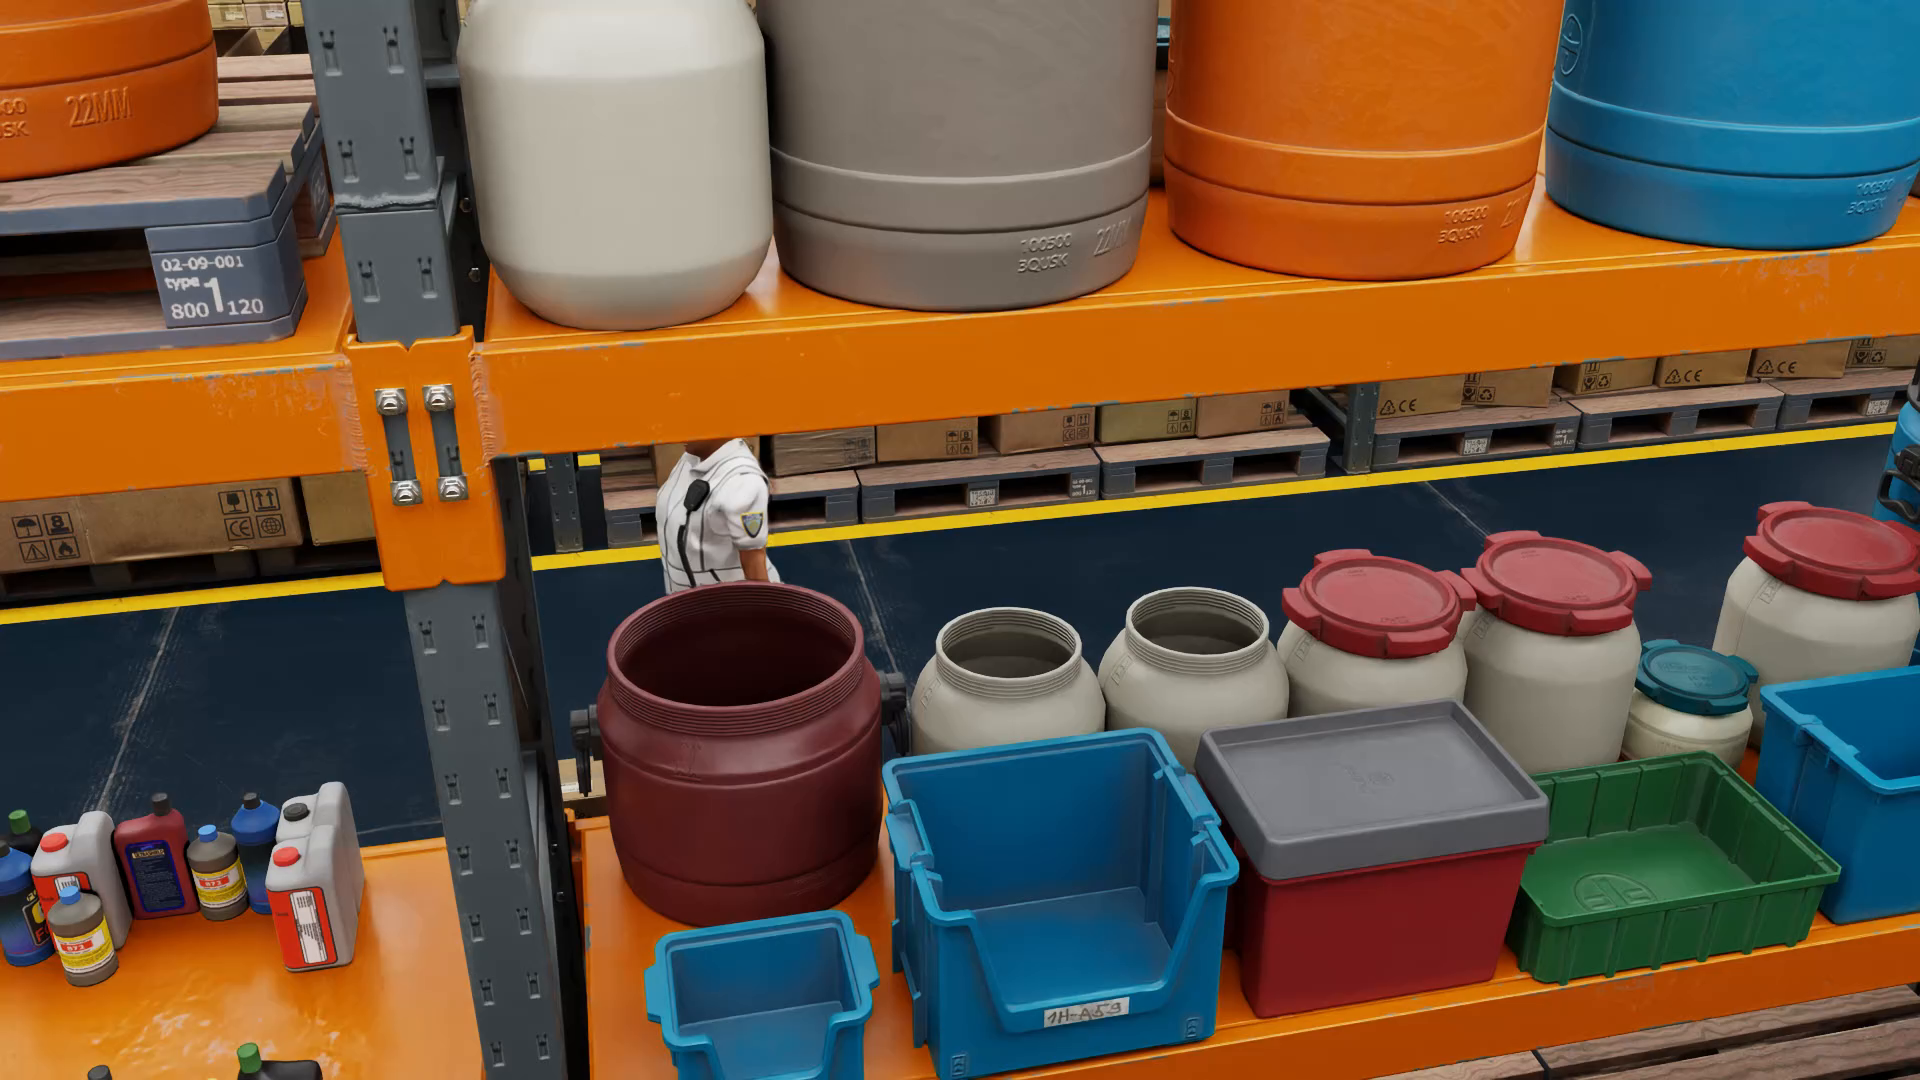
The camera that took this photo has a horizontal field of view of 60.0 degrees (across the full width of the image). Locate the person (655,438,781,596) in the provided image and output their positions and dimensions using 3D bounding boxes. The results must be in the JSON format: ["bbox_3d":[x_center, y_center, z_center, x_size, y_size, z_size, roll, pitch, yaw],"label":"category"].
[{"bbox_3d":[-0.865,0.239,5.643,0.643,1.661,0.487,-14,30,-26],"label":"person"}]
